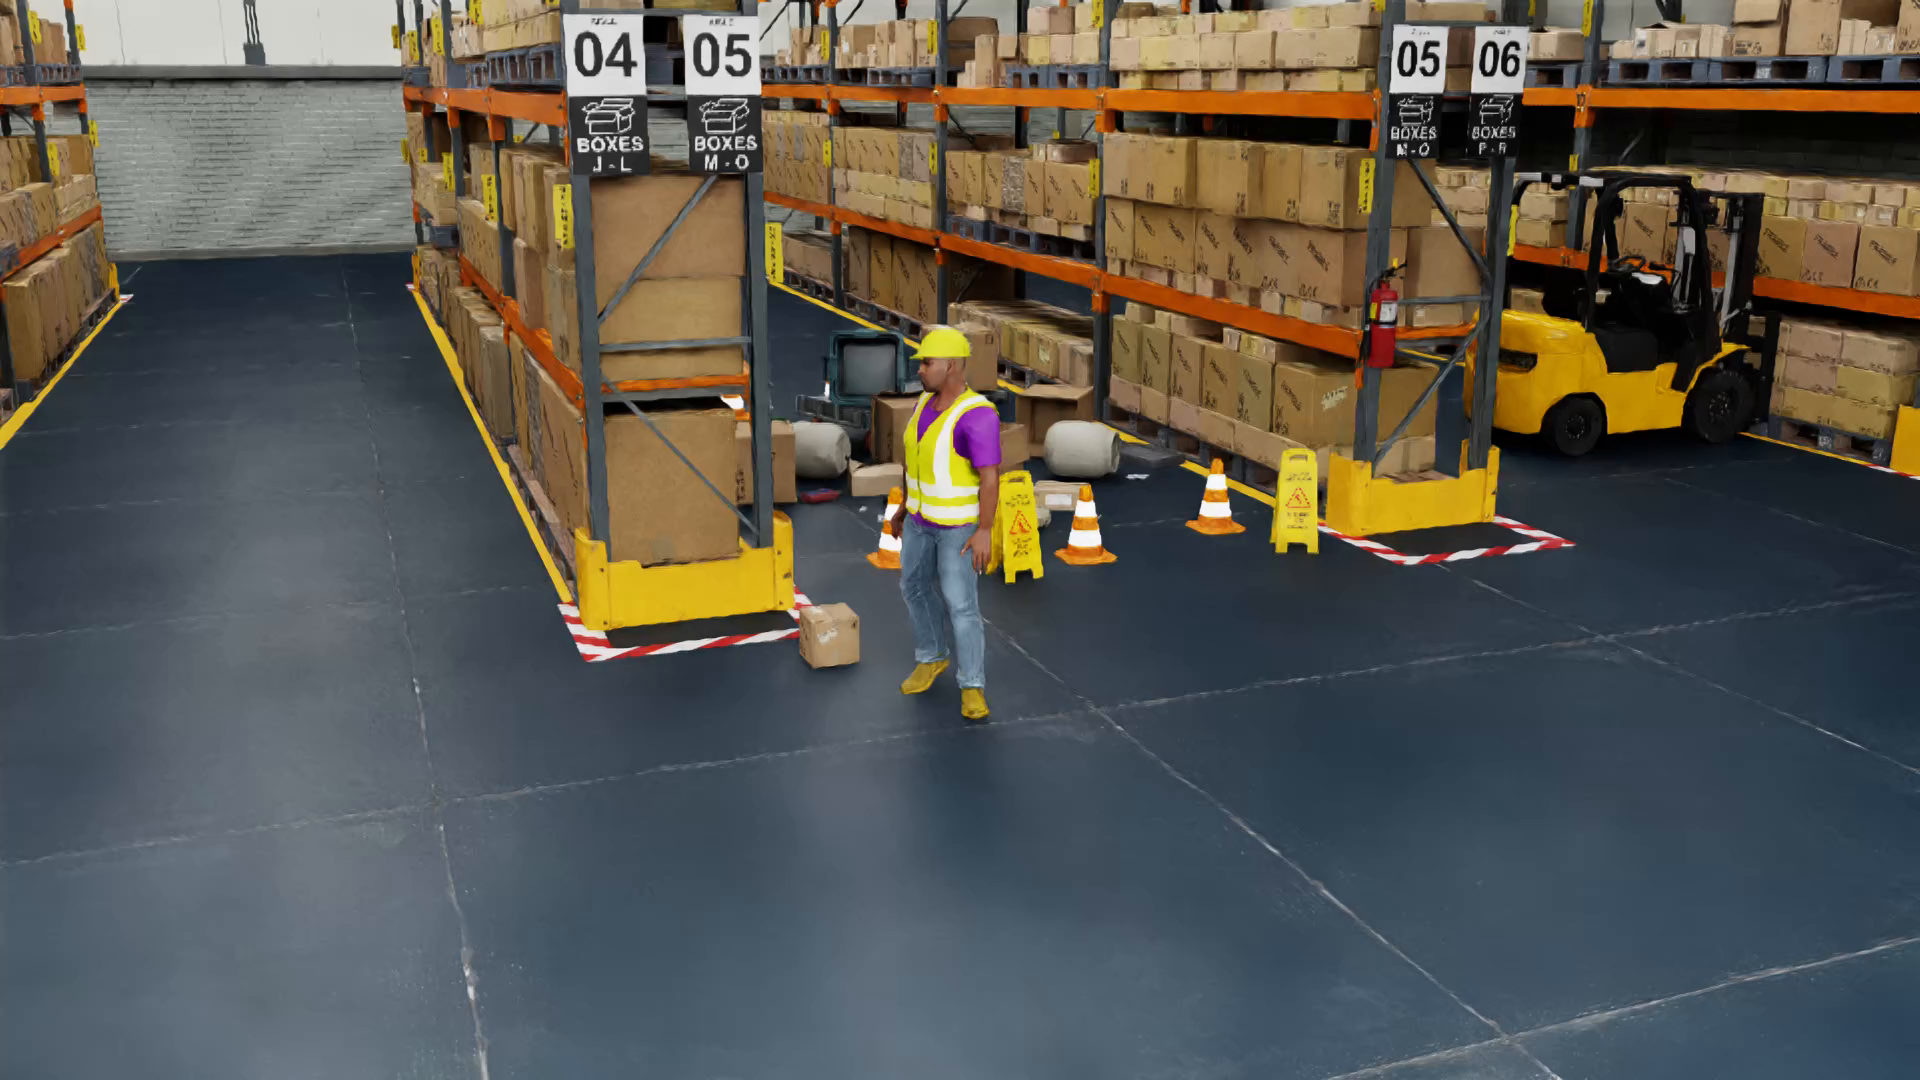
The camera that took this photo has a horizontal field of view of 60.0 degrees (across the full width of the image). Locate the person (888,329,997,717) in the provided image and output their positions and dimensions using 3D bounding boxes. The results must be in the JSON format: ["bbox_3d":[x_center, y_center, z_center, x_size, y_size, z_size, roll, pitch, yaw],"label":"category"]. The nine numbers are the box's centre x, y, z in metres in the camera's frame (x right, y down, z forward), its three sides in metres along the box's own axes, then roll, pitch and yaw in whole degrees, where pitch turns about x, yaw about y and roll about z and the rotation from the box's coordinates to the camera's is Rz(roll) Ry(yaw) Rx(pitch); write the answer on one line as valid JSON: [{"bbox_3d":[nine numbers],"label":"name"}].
[{"bbox_3d":[-0.065,-0.081,7.732,0.340,1.804,0.654,-11,19,-35],"label":"person"}]
